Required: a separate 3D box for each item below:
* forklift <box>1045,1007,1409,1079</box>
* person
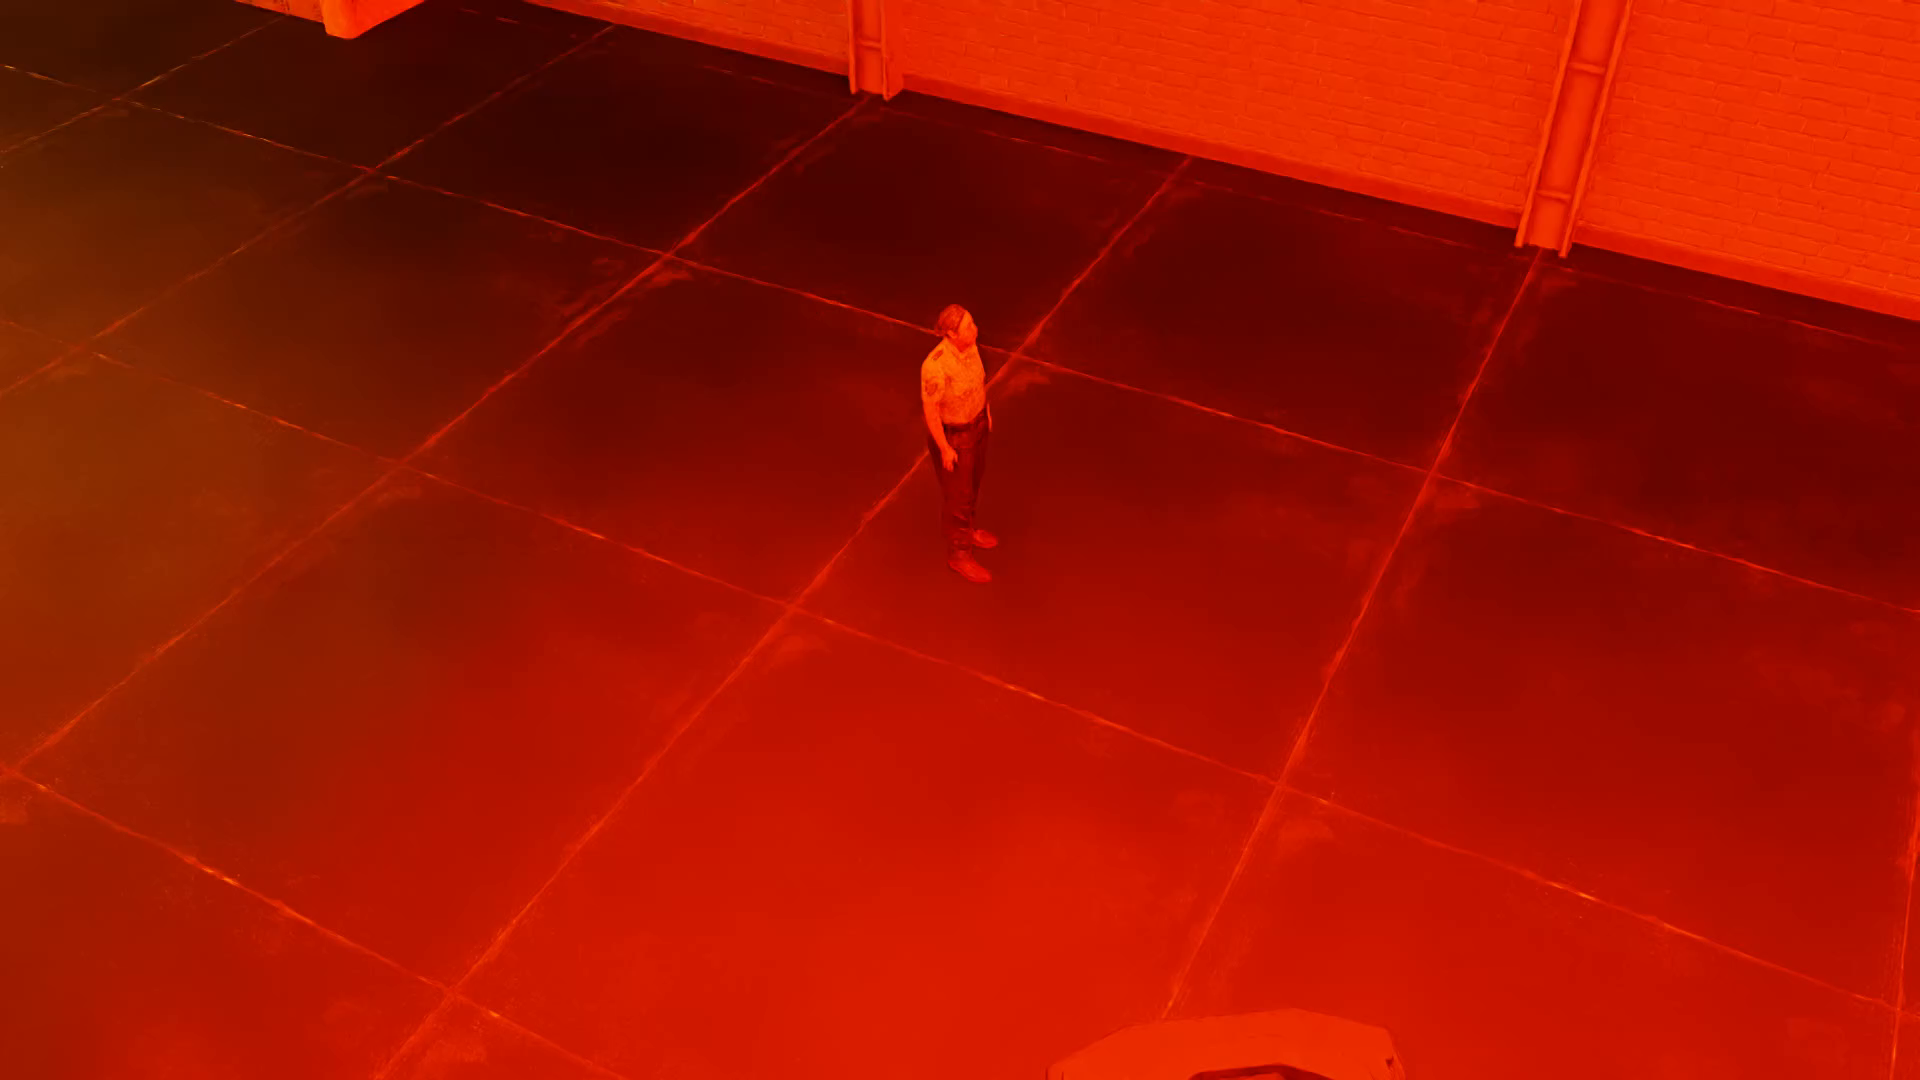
[{"bbox_3d":[0.772,2.806,4.655,1.130,2.935,3.031,-5,40,-6],"label":"forklift"},{"bbox_3d":[0.069,-0.592,9.683,0.502,1.640,0.599,18,43,21],"label":"person"}]
